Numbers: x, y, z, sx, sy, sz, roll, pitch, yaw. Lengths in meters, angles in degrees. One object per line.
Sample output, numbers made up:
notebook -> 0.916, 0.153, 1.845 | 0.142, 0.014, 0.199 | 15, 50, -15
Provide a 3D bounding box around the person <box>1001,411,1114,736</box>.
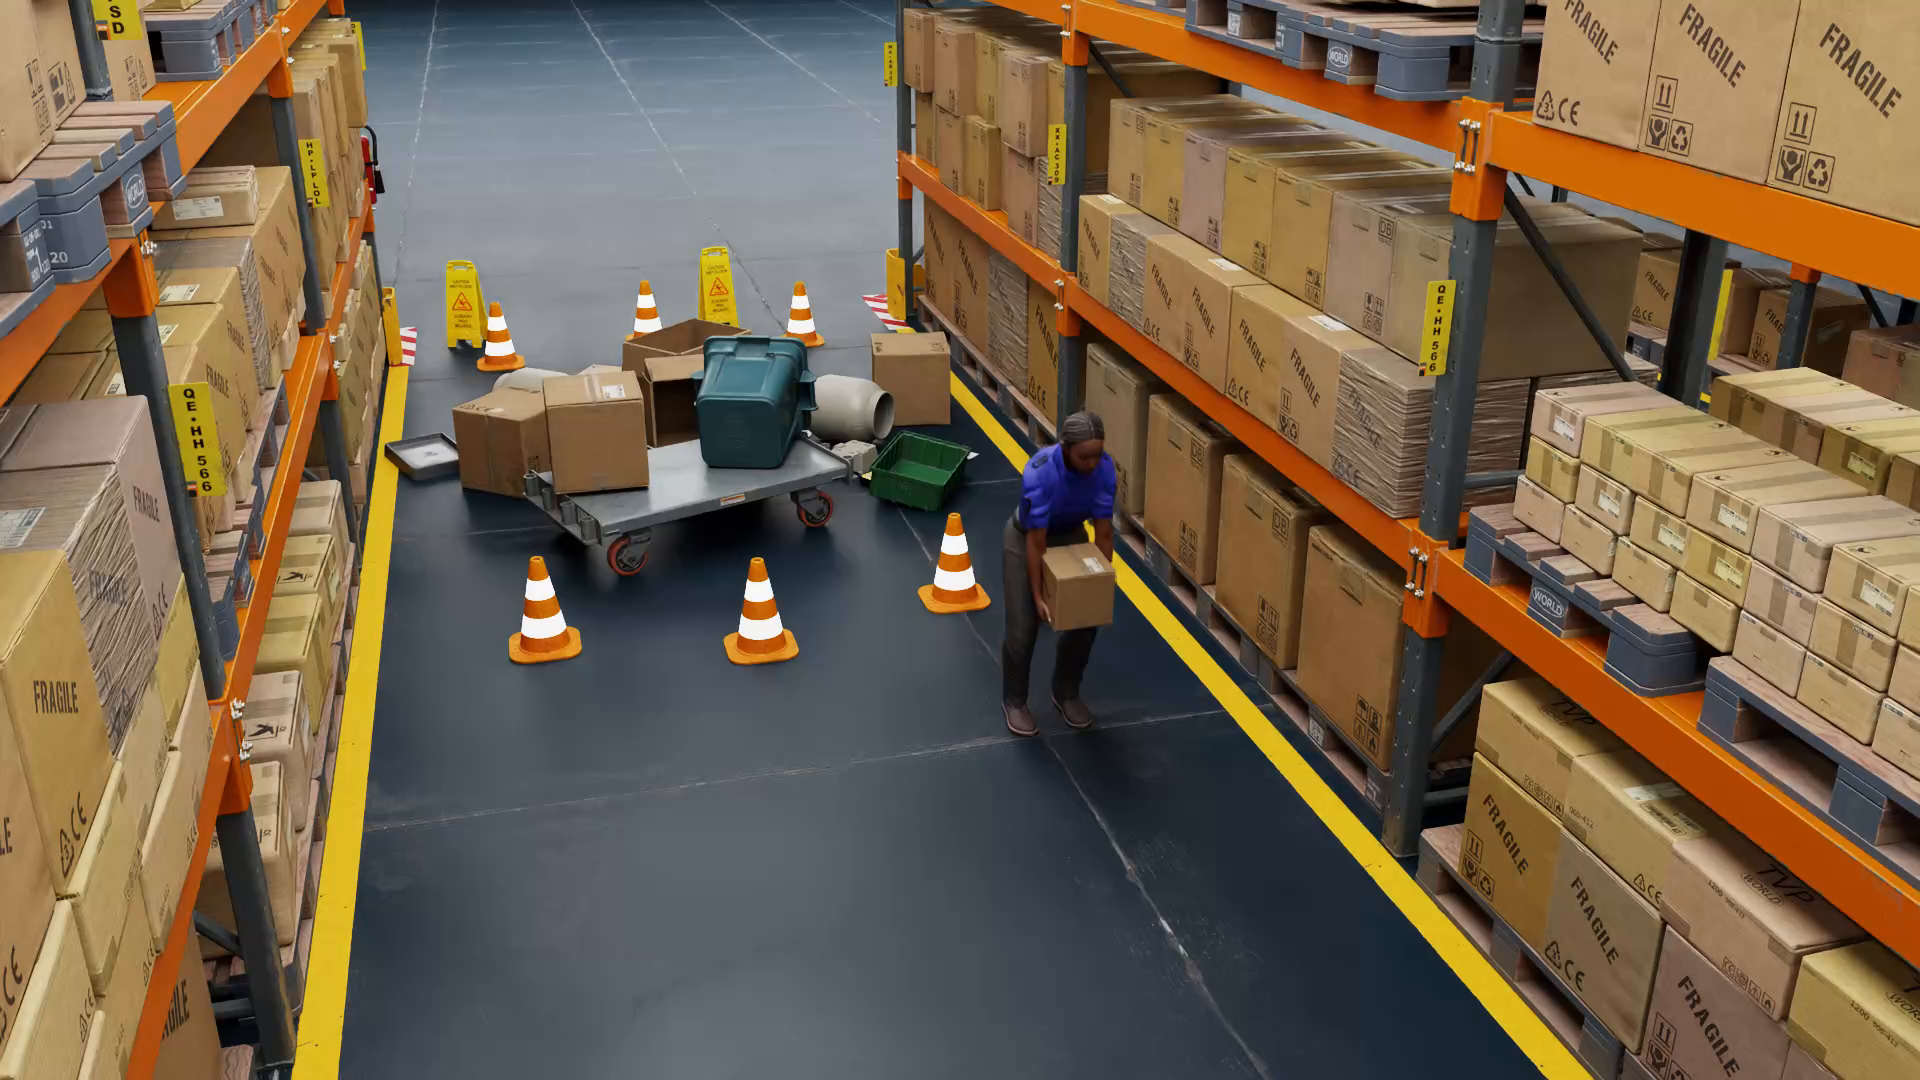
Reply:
person -> 0.411, 0.130, 6.971 | 0.402, 1.531, 0.614 | -7, 24, -16
